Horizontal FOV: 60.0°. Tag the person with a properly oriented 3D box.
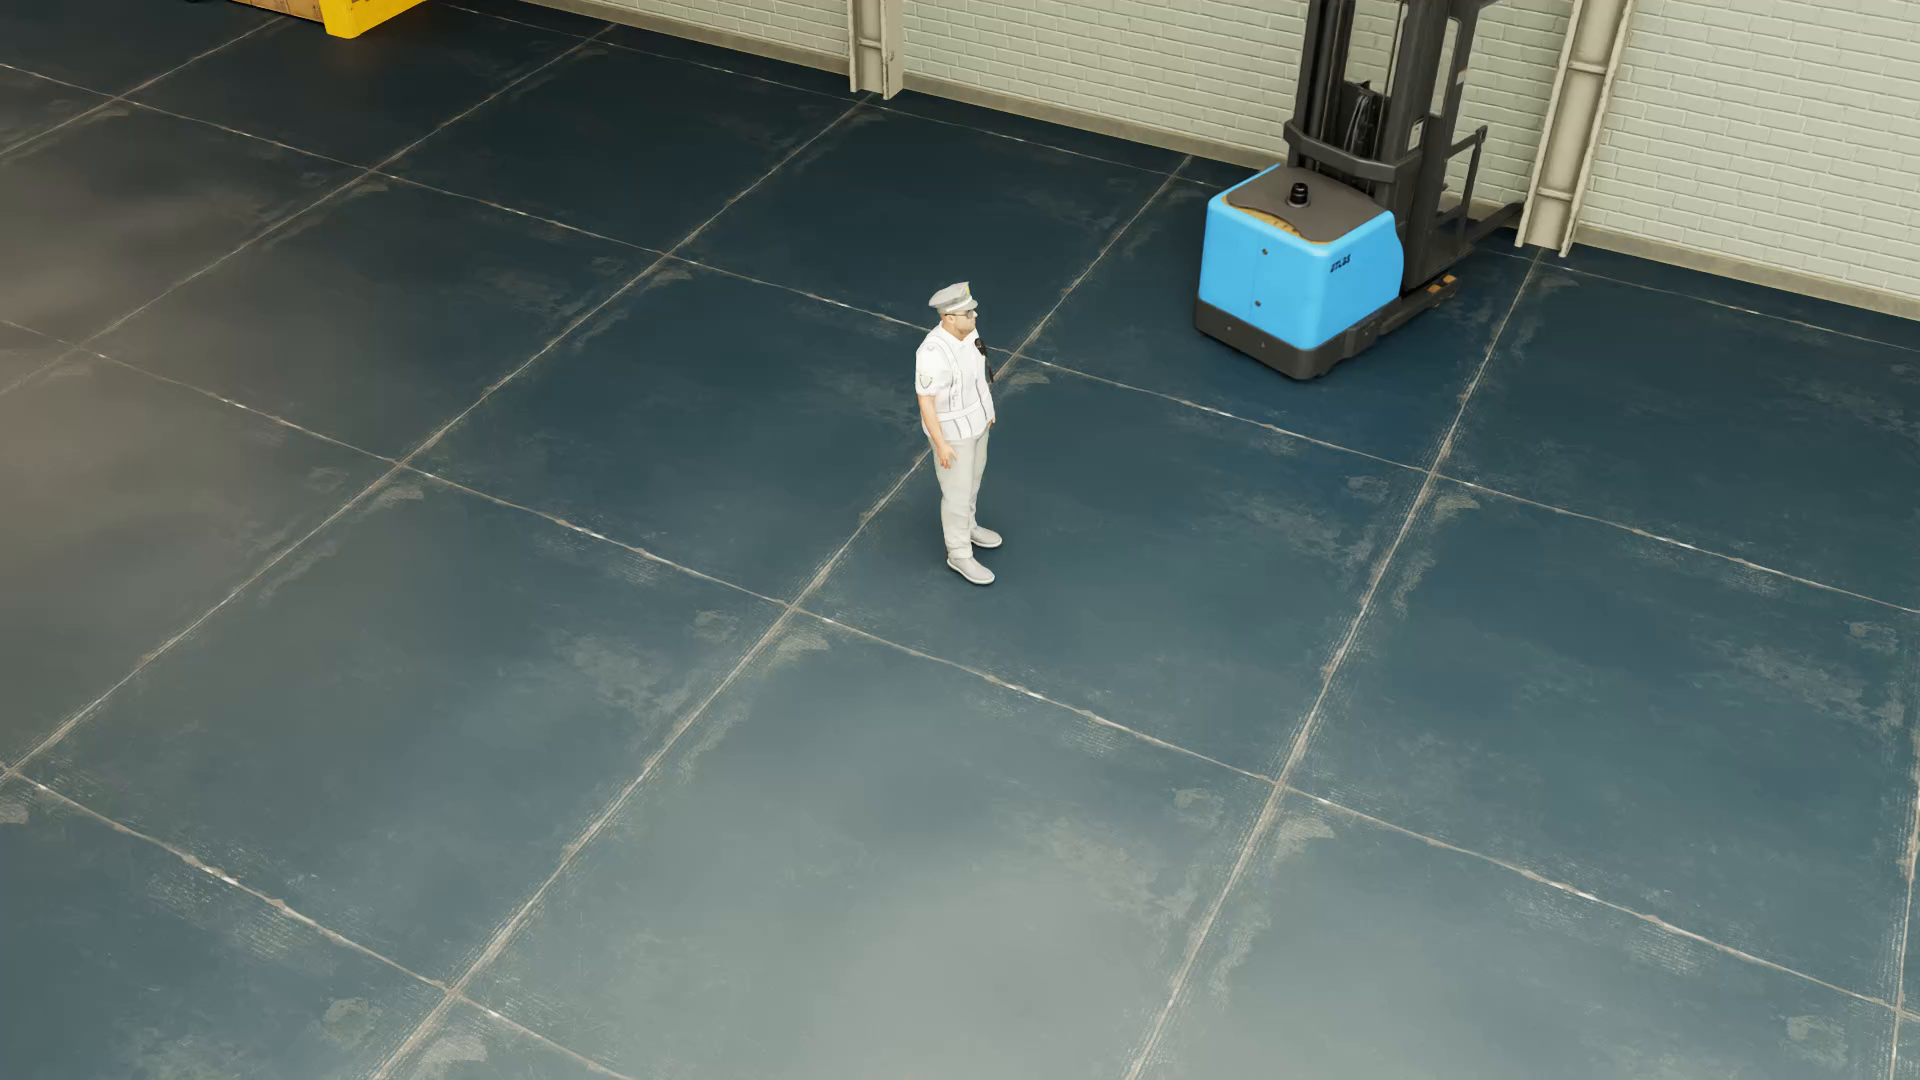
[{"bbox_3d":[0.064,-0.658,9.647,0.574,1.780,0.641,18,43,21],"label":"person"}]

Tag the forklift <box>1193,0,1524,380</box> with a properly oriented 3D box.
[{"bbox_3d":[3.096,-3.059,11.618,3.031,2.935,1.130,-32,49,-32],"label":"forklift"}]
